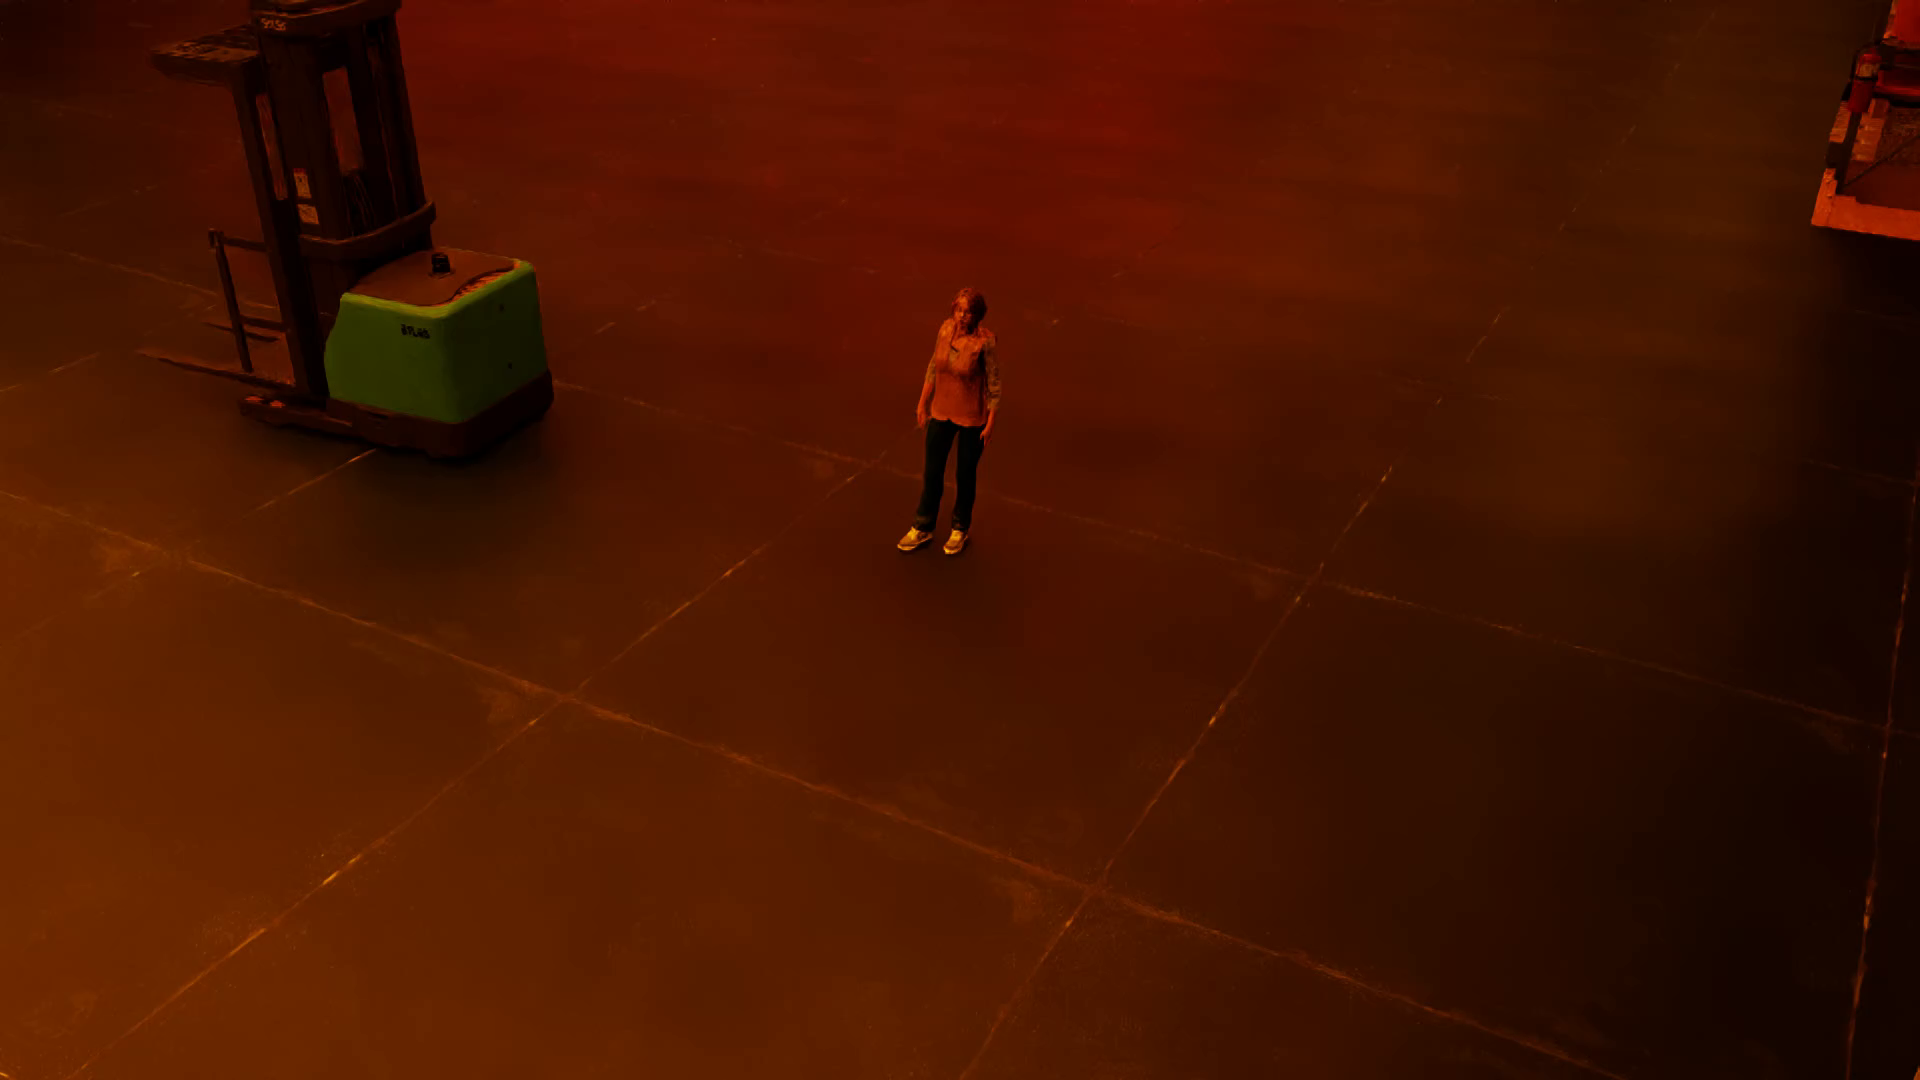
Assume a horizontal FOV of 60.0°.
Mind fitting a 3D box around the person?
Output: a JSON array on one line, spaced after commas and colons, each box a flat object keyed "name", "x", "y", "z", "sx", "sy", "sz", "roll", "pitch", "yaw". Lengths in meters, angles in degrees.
[{"name": "person", "x": -0.048, "y": -0.669, "z": 9.550, "sx": 0.520, "sy": 1.597, "sz": 0.474, "roll": 15, "pitch": 33, "yaw": 25}]

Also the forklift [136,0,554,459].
[{"name": "forklift", "x": -4.383, "y": -2.277, "z": 11.015, "sx": 3.031, "sy": 2.935, "sz": 1.130, "roll": 13, "pitch": 32, "yaw": 21}]
